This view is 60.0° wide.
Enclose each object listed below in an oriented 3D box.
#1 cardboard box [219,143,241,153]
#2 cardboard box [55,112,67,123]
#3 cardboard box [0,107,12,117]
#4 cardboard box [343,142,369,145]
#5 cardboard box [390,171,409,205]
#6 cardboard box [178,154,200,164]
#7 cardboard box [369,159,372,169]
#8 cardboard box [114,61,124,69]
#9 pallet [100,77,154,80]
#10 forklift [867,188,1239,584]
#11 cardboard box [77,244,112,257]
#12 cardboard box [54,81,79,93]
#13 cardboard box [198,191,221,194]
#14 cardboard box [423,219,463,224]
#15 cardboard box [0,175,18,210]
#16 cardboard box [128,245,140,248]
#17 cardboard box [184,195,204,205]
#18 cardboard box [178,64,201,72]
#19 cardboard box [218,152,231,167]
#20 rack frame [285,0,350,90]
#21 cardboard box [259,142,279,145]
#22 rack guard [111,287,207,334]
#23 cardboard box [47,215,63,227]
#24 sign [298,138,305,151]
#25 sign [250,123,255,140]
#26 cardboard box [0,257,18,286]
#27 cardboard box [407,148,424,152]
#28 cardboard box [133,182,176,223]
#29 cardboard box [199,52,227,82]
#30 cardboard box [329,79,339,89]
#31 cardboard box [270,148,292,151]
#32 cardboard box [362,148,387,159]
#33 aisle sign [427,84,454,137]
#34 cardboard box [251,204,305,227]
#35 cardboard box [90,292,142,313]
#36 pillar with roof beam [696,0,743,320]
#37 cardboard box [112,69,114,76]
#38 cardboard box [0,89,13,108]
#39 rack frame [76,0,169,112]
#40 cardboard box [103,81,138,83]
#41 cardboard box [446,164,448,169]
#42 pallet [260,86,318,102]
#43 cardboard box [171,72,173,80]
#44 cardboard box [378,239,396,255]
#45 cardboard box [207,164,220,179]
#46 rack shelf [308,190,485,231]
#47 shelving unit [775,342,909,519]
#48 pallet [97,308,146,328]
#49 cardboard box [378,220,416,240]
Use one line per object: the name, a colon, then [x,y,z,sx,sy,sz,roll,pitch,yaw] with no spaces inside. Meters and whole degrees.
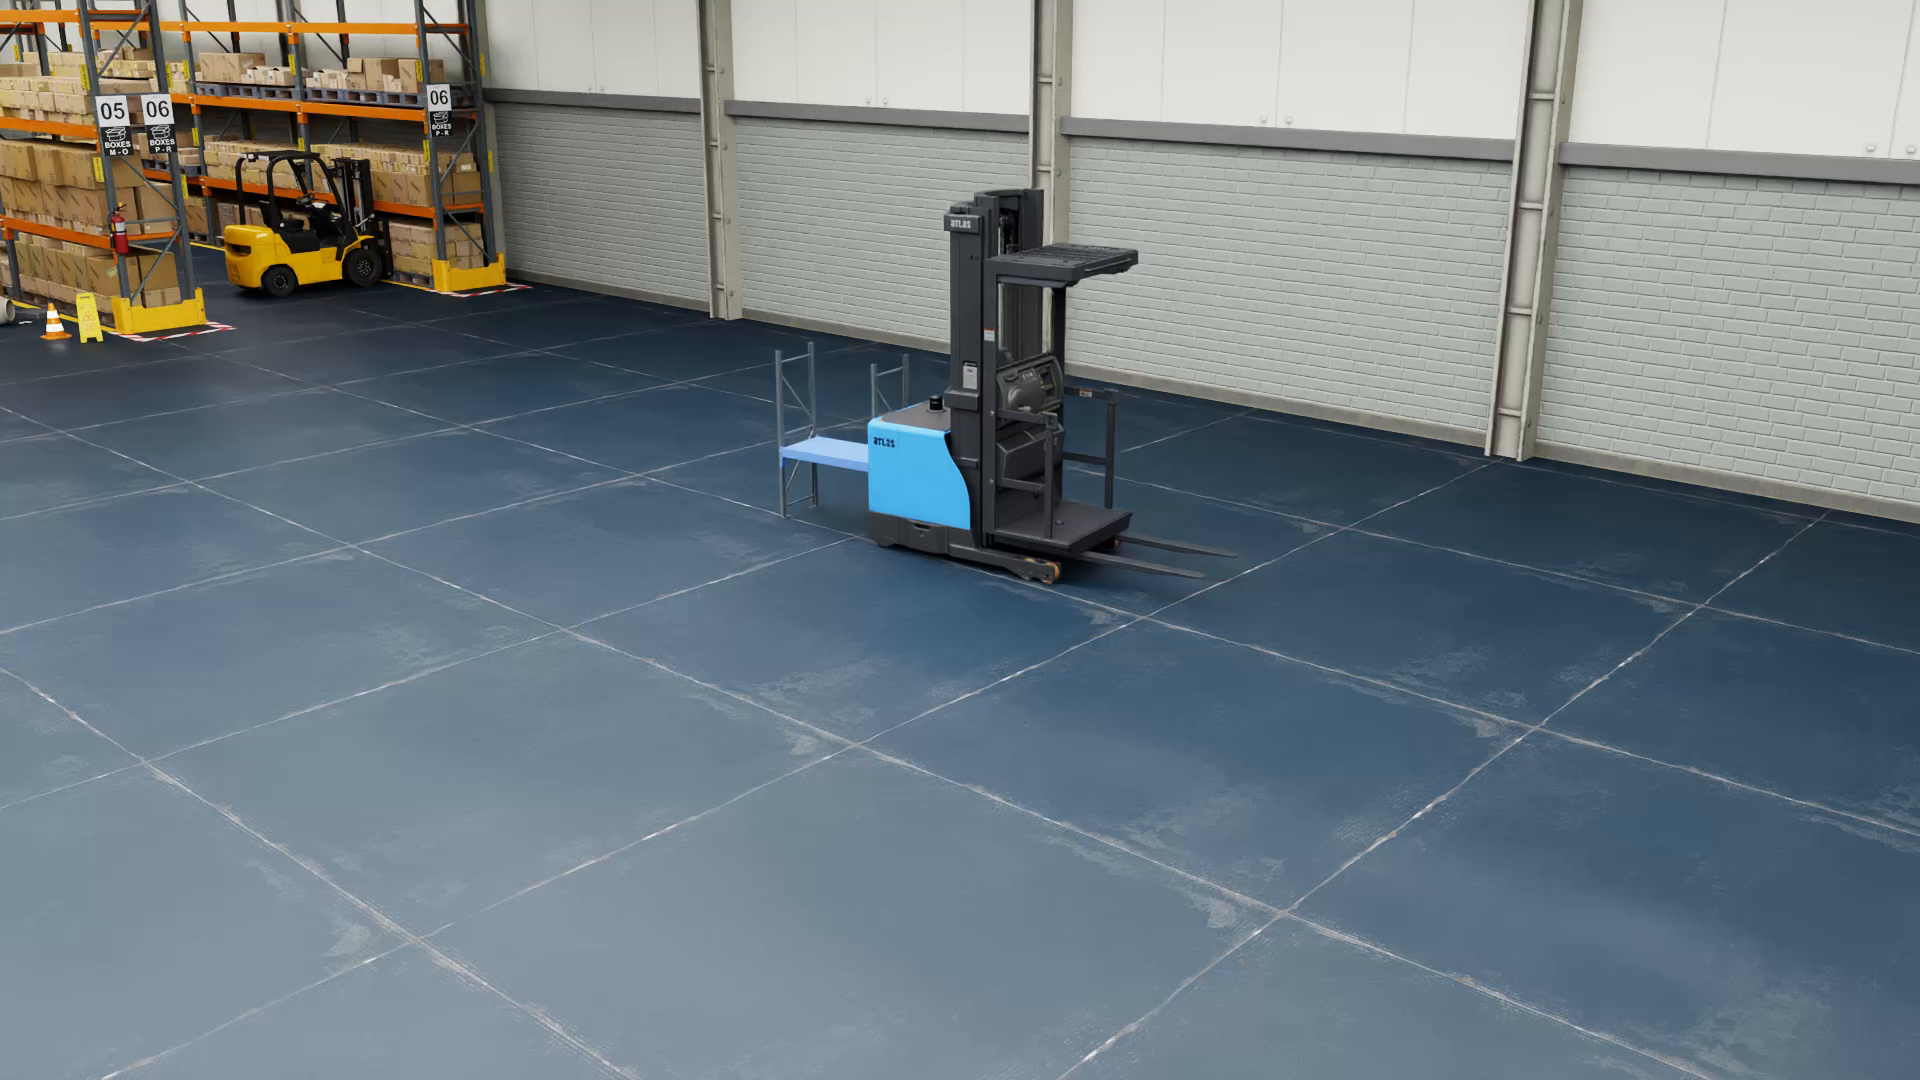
cardboard box: [-13.518,-7.290,30.887,0.250,0.149,0.380,16,24,41]
cardboard box: [-12.479,-5.960,23.390,0.250,0.149,0.380,15,23,39]
cardboard box: [-14.044,-6.362,24.657,0.250,0.149,0.380,15,23,39]
cardboard box: [-10.540,-6.863,29.049,0.250,0.149,0.380,15,23,39]
cardboard box: [-8.912,-5.750,27.107,0.500,0.500,0.500,16,24,41]
cardboard box: [-14.717,-7.289,31.841,0.250,0.149,0.380,16,23,40]
cardboard box: [-9.772,-6.278,27.698,0.250,0.149,0.380,14,23,38]
cardboard box: [-16.412,-9.363,32.761,0.250,0.149,0.380,15,23,38]
pallet: [-16.522,-9.160,33.367,1.003,0.211,1.213,15,23,39]
forklift: [0.736,-1.237,13.164,3.031,2.935,1.130,11,21,31]
cardboard box: [-12.371,-4.150,23.768,0.250,0.149,0.380,16,24,41]
cardboard box: [-12.433,-6.345,23.285,0.250,0.149,0.380,15,23,39]
cardboard box: [-14.943,-6.865,33.149,0.250,0.149,0.380,14,23,38]
cardboard box: [-8.597,-5.162,27.616,0.500,0.250,0.500,15,23,39]
cardboard box: [-14.127,-5.274,25.115,0.500,0.500,0.500,15,23,39]
cardboard box: [-12.481,-4.116,24.734,0.500,0.500,0.500,16,23,40]
cardboard box: [-14.901,-6.634,32.421,0.250,0.149,0.380,14,22,37]
cardboard box: [-14.425,-8.855,31.194,0.250,0.149,0.380,16,24,41]
cardboard box: [-13.428,-7.085,30.899,0.500,0.250,0.500,16,24,41]
rack frame: [-10.979,-9.220,28.286,0.127,3.000,1.000,15,23,39]
cardboard box: [-12.797,-7.304,30.930,0.250,0.149,0.380,15,23,39]
rack guard: [-11.336,-3.257,23.548,0.348,0.500,1.175,15,23,39]
cardboard box: [-13.091,-4.678,24.307,0.250,0.149,0.380,15,23,39]
sign: [-11.332,-6.750,28.637,0.005,0.325,0.100,15,23,39]
sign: [-13.605,-7.841,31.947,0.005,0.325,0.100,15,23,39]
cardboard box: [-14.665,-4.289,26.316,0.625,0.372,0.950,15,23,40]
cardboard box: [-8.997,-6.457,27.768,0.250,0.149,0.380,14,23,38]
cardboard box: [-11.450,-4.780,23.559,0.500,0.500,0.500,15,23,38]
cardboard box: [-13.591,-8.688,30.544,0.500,0.500,0.500,15,23,40]
cardboard box: [-10.270,-7.605,27.712,0.250,0.149,0.380,16,24,41]
cardboard box: [-12.020,-6.867,29.553,0.250,0.149,0.380,14,22,38]
cardboard box: [-9.723,-6.441,27.718,0.250,0.149,0.380,15,23,39]
aisle sign: [-8.133,-6.716,26.019,0.004,0.787,0.394,15,23,39]
cardboard box: [-12.516,-5.839,30.782,0.625,0.625,0.875,14,22,37]
cardboard box: [-12.081,-3.429,23.809,0.500,0.250,0.500,15,23,39]
pillar with roof beam: [-6.280,-6.581,19.973,0.400,9.000,9.100,15,23,39]
cardboard box: [-16.578,-9.286,33.009,0.250,0.149,0.380,15,23,40]
cardboard box: [-13.732,-6.485,24.383,0.500,0.250,0.500,15,23,39]
rack frame: [-11.279,-7.293,22.214,0.127,3.000,1.000,15,23,39]
cardboard box: [-11.755,-6.352,23.306,0.250,0.149,0.380,15,23,39]
cardboard box: [-8.296,-6.076,27.060,0.250,0.149,0.380,15,23,39]
pallet: [-11.648,-7.873,29.317,1.217,0.209,0.805,14,22,37]
cardboard box: [-14.971,-8.883,31.774,0.250,0.149,0.380,15,23,39]
cardboard box: [-9.327,-4.914,27.661,0.500,0.250,0.500,14,23,38]
cardboard box: [-13.801,-6.947,31.292,0.500,0.250,0.500,15,23,39]
rack shelf: [-9.483,-5.616,28.037,4.000,0.370,1.077,15,23,39]
shelving unit: [-1.010,-0.882,14.412,1.048,1.500,0.538,11,21,31]
pallet: [-11.920,-3.290,24.131,1.213,0.211,1.003,15,23,39]
cardboard box: [-9.309,-5.145,27.564,0.500,0.250,0.500,15,23,40]
